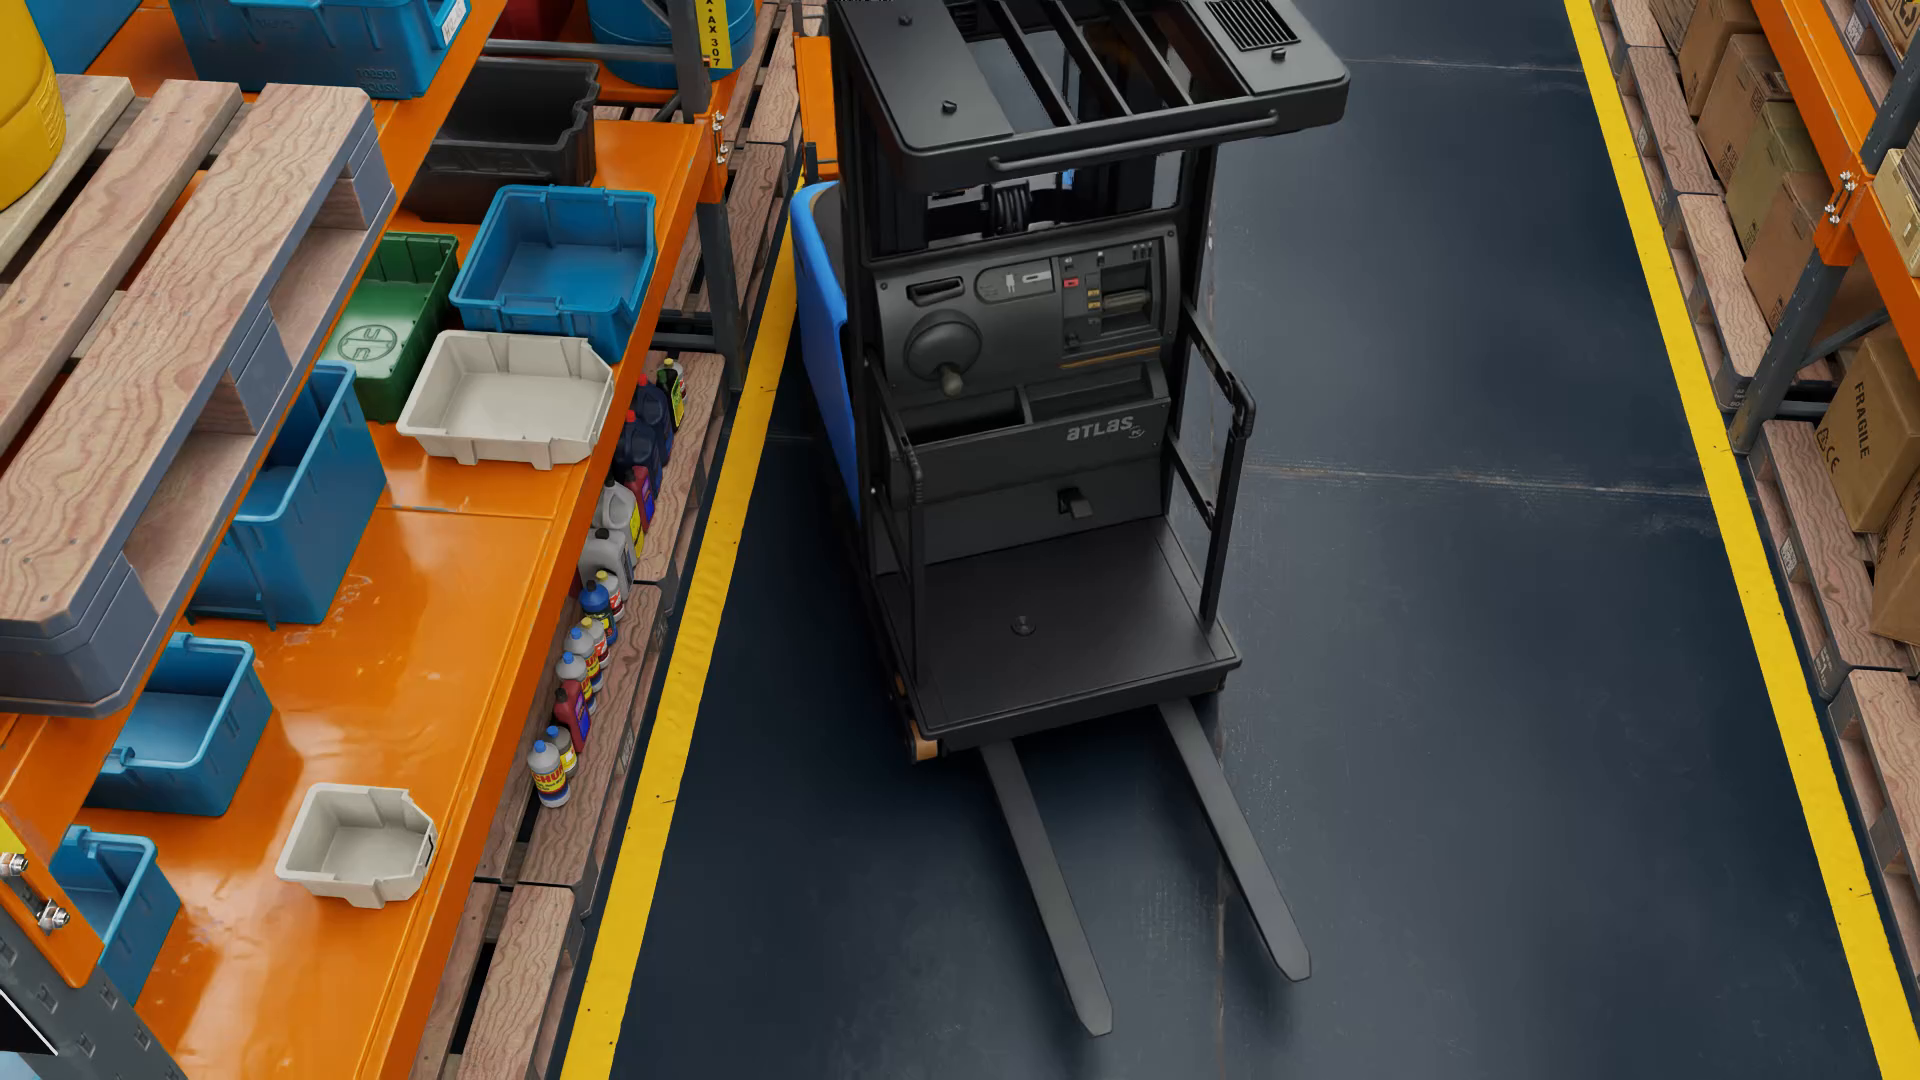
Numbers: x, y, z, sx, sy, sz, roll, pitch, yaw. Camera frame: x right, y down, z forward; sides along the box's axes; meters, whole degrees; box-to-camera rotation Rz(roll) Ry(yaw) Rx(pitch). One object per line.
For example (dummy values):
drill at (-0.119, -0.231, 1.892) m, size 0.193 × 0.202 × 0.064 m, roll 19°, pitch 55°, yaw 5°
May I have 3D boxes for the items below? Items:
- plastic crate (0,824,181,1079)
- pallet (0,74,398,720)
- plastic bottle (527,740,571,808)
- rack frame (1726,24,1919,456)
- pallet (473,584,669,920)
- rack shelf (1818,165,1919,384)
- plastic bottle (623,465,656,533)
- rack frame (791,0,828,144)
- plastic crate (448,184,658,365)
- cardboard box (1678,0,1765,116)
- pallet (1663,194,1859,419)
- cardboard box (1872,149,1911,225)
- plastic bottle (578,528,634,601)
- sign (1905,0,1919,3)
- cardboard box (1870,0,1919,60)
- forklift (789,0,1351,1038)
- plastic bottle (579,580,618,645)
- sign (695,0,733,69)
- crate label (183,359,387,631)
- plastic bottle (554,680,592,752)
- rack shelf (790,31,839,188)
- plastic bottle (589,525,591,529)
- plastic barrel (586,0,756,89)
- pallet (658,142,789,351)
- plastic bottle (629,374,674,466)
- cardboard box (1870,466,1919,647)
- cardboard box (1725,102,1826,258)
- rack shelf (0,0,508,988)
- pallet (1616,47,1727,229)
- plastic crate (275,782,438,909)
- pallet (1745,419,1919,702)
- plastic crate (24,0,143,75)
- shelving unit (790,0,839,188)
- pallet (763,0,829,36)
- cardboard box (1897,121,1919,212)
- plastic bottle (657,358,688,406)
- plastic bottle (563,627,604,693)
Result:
plastic crate at (-1.998, 0.909, 3.486) m, size 0.499 × 0.251 × 0.616 m, roll 4°, pitch 48°, yaw 4°
pallet at (-1.573, -0.303, 2.590) m, size 1.003 × 0.211 × 1.213 m, roll 4°, pitch 48°, yaw 4°
plastic bottle at (-1.270, 0.708, 5.121) m, size 0.097 × 0.271 × 0.097 m, roll 0°, pitch 48°, yaw 0°
rack frame at (3.551, -1.359, 5.461) m, size 1.000 × 3.000 × 0.127 m, roll 4°, pitch 48°, yaw 4°
pallet at (-1.593, 0.638, 5.523) m, size 1.003 × 0.211 × 1.213 m, roll 4°, pitch 48°, yaw 4°
rack shelf at (3.369, 0.353, 4.382) m, size 1.077 × 0.370 × 4.000 m, roll 4°, pitch 48°, yaw 4°
plastic bottle at (-1.144, -0.168, 5.914) m, size 0.061 × 0.283 × 0.133 m, roll 7°, pitch 48°, yaw 6°
rack frame at (-0.435, -1.823, 7.155) m, size 0.500 × 1.125 × 0.032 m, roll -5°, pitch 48°, yaw -4°
plastic crate at (-1.212, -0.811, 5.060) m, size 0.499 × 0.251 × 0.616 m, roll 4°, pitch 48°, yaw 4°
cardboard box at (3.792, -2.284, 7.702) m, size 0.700 × 0.500 × 0.500 m, roll 7°, pitch 48°, yaw 7°
pallet at (3.620, -0.990, 7.013) m, size 1.003 × 0.211 × 1.213 m, roll 4°, pitch 48°, yaw 4°
cardboard box at (3.232, -1.137, 5.427) m, size 0.380 × 0.149 × 0.250 m, roll 4°, pitch 48°, yaw 4°
plastic bottle at (-1.219, 0.068, 5.702) m, size 0.152 × 0.276 × 0.135 m, roll 5°, pitch 48°, yaw 4°
sign at (2.998, -1.785, 5.065) m, size 0.100 × 0.325 × 0.005 m, roll 4°, pitch 48°, yaw 4°
cardboard box at (3.763, -2.278, 5.610) m, size 1.000 × 1.000 × 1.000 m, roll 4°, pitch 48°, yaw 4°
forklift at (0.272, -0.583, 4.797) m, size 1.130 × 2.935 × 3.031 m, roll -12°, pitch 49°, yaw -11°
plastic bottle at (-1.212, 0.234, 5.554) m, size 0.097 × 0.271 × 0.097 m, roll 0°, pitch 48°, yaw 0°
sign at (-0.835, -1.741, 5.622) m, size 0.100 × 0.325 × 0.005 m, roll 4°, pitch 48°, yaw 4°
crate label at (-1.848, -0.136, 4.317) m, size 0.502 × 0.435 × 0.616 m, roll 4°, pitch 48°, yaw 4°
plastic bottle at (-1.232, 0.539, 5.267) m, size 0.061 × 0.283 × 0.133 m, roll 5°, pitch 48°, yaw 4°
rack shelf at (-0.376, -1.648, 6.598) m, size 0.538 × 0.278 × 1.000 m, roll -5°, pitch 48°, yaw -4°
plastic bottle at (-1.305, -0.041, 5.798) m, size 0.061 × 0.283 × 0.133 m, roll 4°, pitch 48°, yaw 4°
plastic barrel at (-1.045, -2.125, 5.821) m, size 0.600 × 0.901 × 0.708 m, roll 4°, pitch 48°, yaw 4°
pallet at (-1.349, -1.331, 7.324) m, size 1.003 × 0.211 × 1.213 m, roll 4°, pitch 48°, yaw 4°
plastic bottle at (-1.153, -0.454, 6.130) m, size 0.144 × 0.351 × 0.185 m, roll 3°, pitch 48°, yaw 2°
cardboard box at (3.430, 0.055, 5.576) m, size 0.500 × 0.500 × 0.500 m, roll 18°, pitch 50°, yaw 16°
cardboard box at (3.690, -1.463, 6.951) m, size 0.700 × 0.500 × 0.500 m, roll 4°, pitch 48°, yaw 3°
rack shelf at (-1.564, -0.992, 3.580) m, size 1.077 × 0.370 × 4.000 m, roll 4°, pitch 48°, yaw 4°
pallet at (3.729, -1.889, 7.835) m, size 1.003 × 0.211 × 1.213 m, roll 4°, pitch 48°, yaw 4°
plastic crate at (-1.344, 0.700, 3.756) m, size 0.298 × 0.136 × 0.250 m, roll 4°, pitch 48°, yaw 4°
pallet at (3.525, 0.078, 6.036) m, size 1.003 × 0.211 × 1.213 m, roll 4°, pitch 48°, yaw 4°
plastic crate at (-1.872, -1.182, 3.276) m, size 0.392 × 0.384 × 0.575 m, roll 4°, pitch 48°, yaw 4°
shelving unit at (-0.376, -1.451, 6.814) m, size 0.538 × 1.125 × 1.048 m, roll -5°, pitch 48°, yaw -4°
pallet at (-1.126, -3.124, 8.964) m, size 1.003 × 0.211 × 1.213 m, roll 4°, pitch 48°, yaw 4°
cardboard box at (3.448, -1.167, 5.015) m, size 0.875 × 0.500 × 0.500 m, roll 4°, pitch 48°, yaw 4°
plastic bottle at (-1.104, -0.609, 6.372) m, size 0.097 × 0.201 × 0.097 m, roll 0°, pitch 48°, yaw 0°
plastic bottle at (-1.230, 0.382, 5.418) m, size 0.097 × 0.271 × 0.097 m, roll 0°, pitch 48°, yaw 0°
